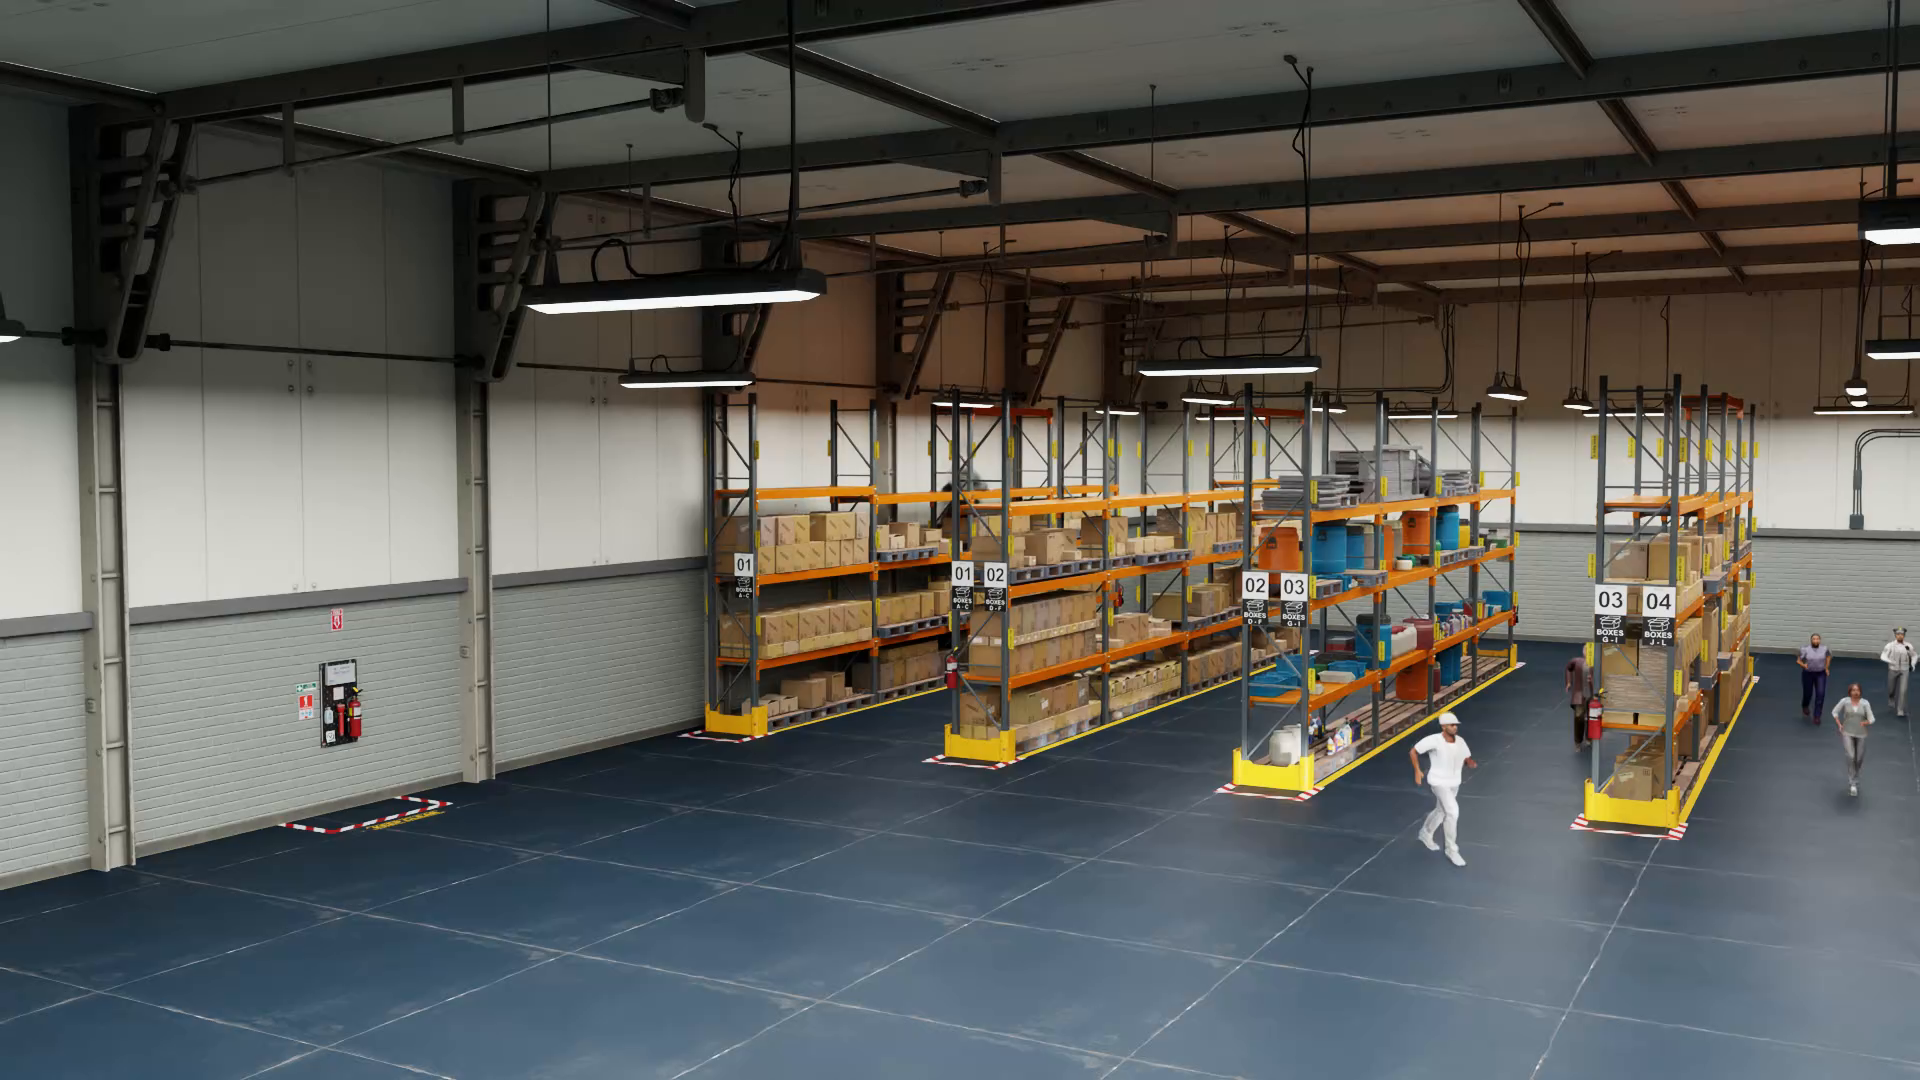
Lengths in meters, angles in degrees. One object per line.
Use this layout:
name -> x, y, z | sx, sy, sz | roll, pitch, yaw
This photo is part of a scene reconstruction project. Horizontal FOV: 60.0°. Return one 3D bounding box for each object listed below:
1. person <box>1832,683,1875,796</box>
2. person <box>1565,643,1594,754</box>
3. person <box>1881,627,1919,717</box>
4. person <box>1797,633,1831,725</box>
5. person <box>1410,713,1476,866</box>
person -> 13.073, 2.931, 24.337 | 0.538, 1.512, 0.758 | 1, 3, 20
person -> 10.405, 2.627, 27.627 | 0.675, 1.846, 0.829 | 1, 3, 20
person -> 17.759, 2.468, 31.430 | 0.628, 1.662, 0.800 | 2, 3, 26
person -> 15.760, 2.533, 30.700 | 0.586, 1.632, 0.919 | 1, 3, 21
person -> 5.925, 3.009, 20.344 | 0.676, 1.818, 0.875 | -2, 4, -32
